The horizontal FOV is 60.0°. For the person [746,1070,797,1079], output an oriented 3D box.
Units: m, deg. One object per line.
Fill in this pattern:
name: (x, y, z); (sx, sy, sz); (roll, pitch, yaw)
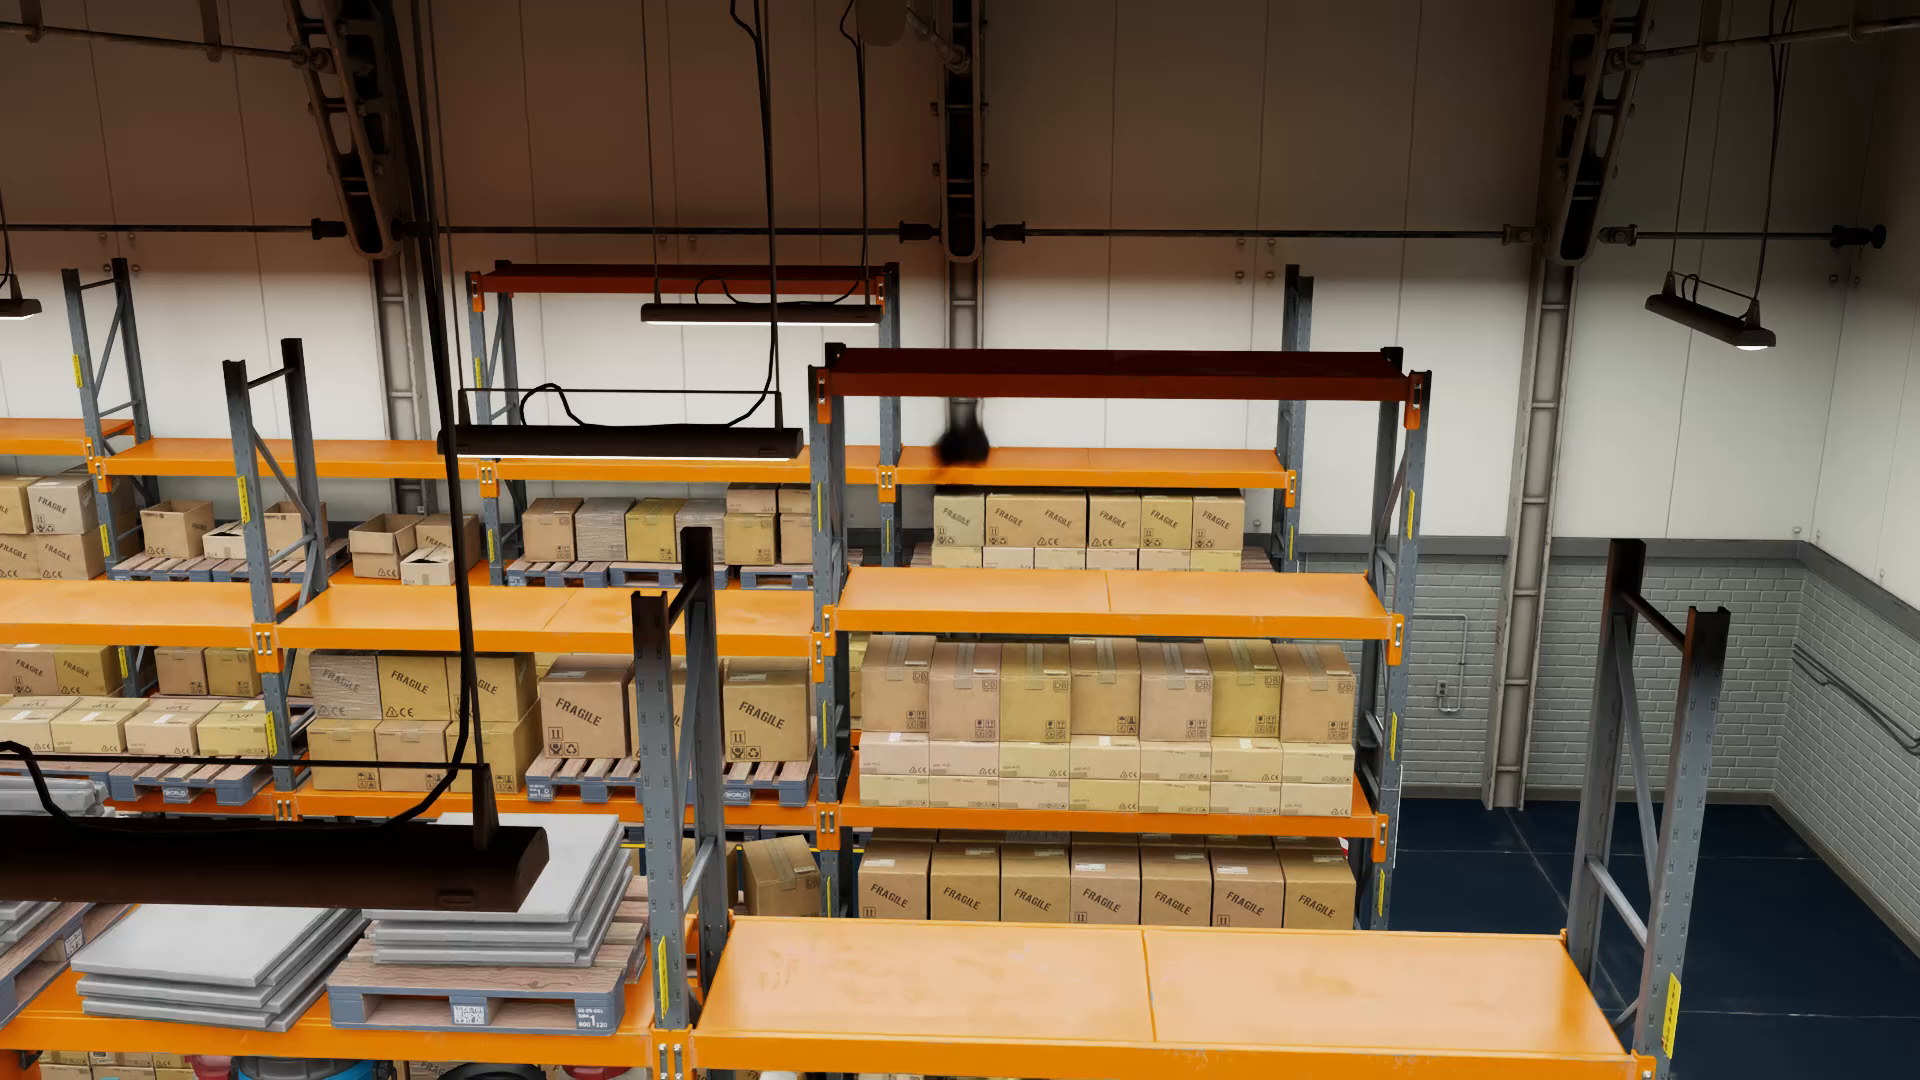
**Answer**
person: (-1.149, 4.174, 11.542); (0.813, 1.508, 0.581); (3, 16, 9)

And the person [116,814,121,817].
person: (-7.905, 3.011, 15.366); (0.663, 1.578, 0.734); (9, 18, 28)
